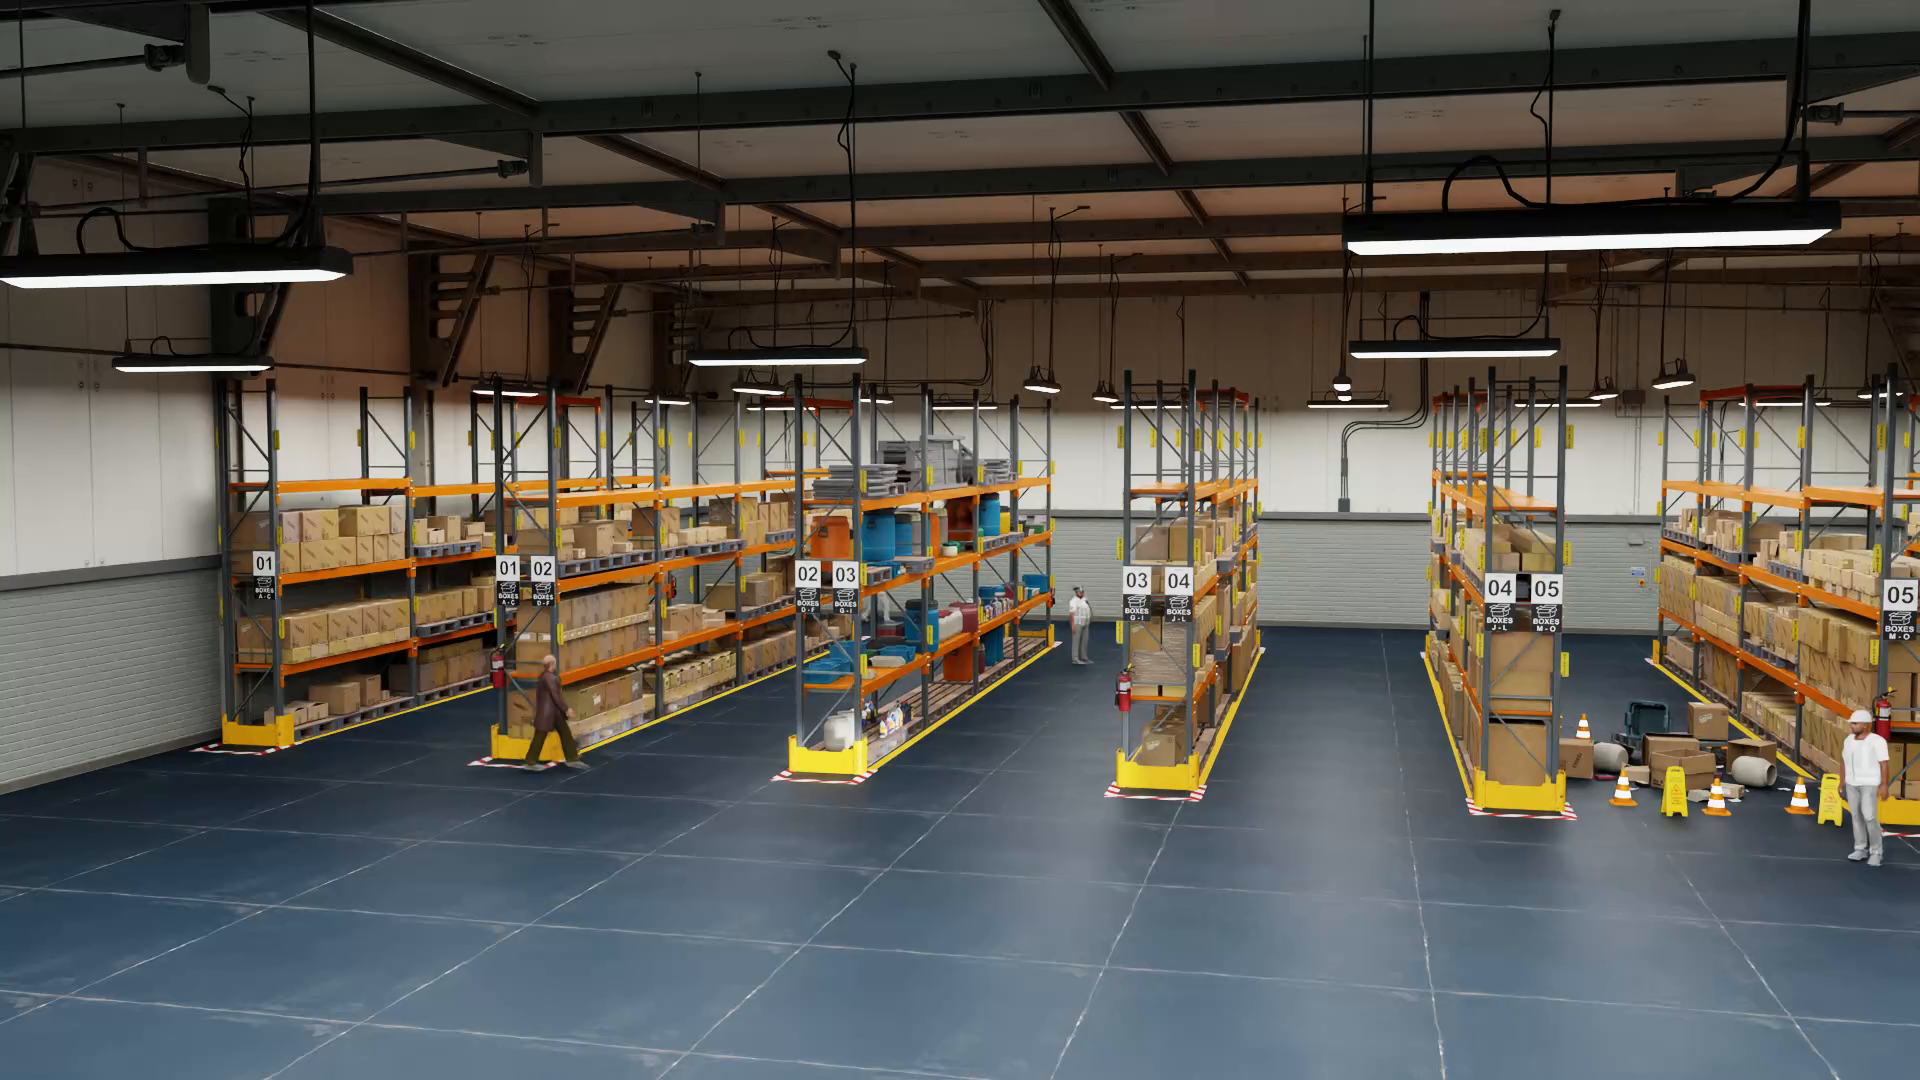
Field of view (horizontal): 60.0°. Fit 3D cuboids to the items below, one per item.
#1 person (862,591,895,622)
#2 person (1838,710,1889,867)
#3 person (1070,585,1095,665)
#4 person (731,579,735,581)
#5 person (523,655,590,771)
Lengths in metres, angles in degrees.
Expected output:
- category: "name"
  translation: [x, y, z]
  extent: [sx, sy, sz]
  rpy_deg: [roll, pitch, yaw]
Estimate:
- category: "person"
  translation: [-2.238, 1.463, 45.426]
  extent: [0.918, 1.615, 0.582]
  rpy_deg: [2, 4, 29]
- category: "person"
  translation: [10.751, 2.938, 19.822]
  extent: [0.393, 1.805, 0.641]
  rpy_deg: [-1, 4, -19]
- category: "person"
  translation: [2.701, 1.899, 37.187]
  extent: [0.598, 1.792, 0.403]
  rpy_deg: [-3, 5, -41]
- category: "person"
  translation: [-5.418, 1.798, 39.707]
  extent: [0.652, 1.726, 0.940]
  rpy_deg: [1, 4, 14]
- category: "person"
  translation: [-6.103, 2.609, 25.010]
  extent: [0.964, 1.763, 0.553]
  rpy_deg: [0, 3, 3]
